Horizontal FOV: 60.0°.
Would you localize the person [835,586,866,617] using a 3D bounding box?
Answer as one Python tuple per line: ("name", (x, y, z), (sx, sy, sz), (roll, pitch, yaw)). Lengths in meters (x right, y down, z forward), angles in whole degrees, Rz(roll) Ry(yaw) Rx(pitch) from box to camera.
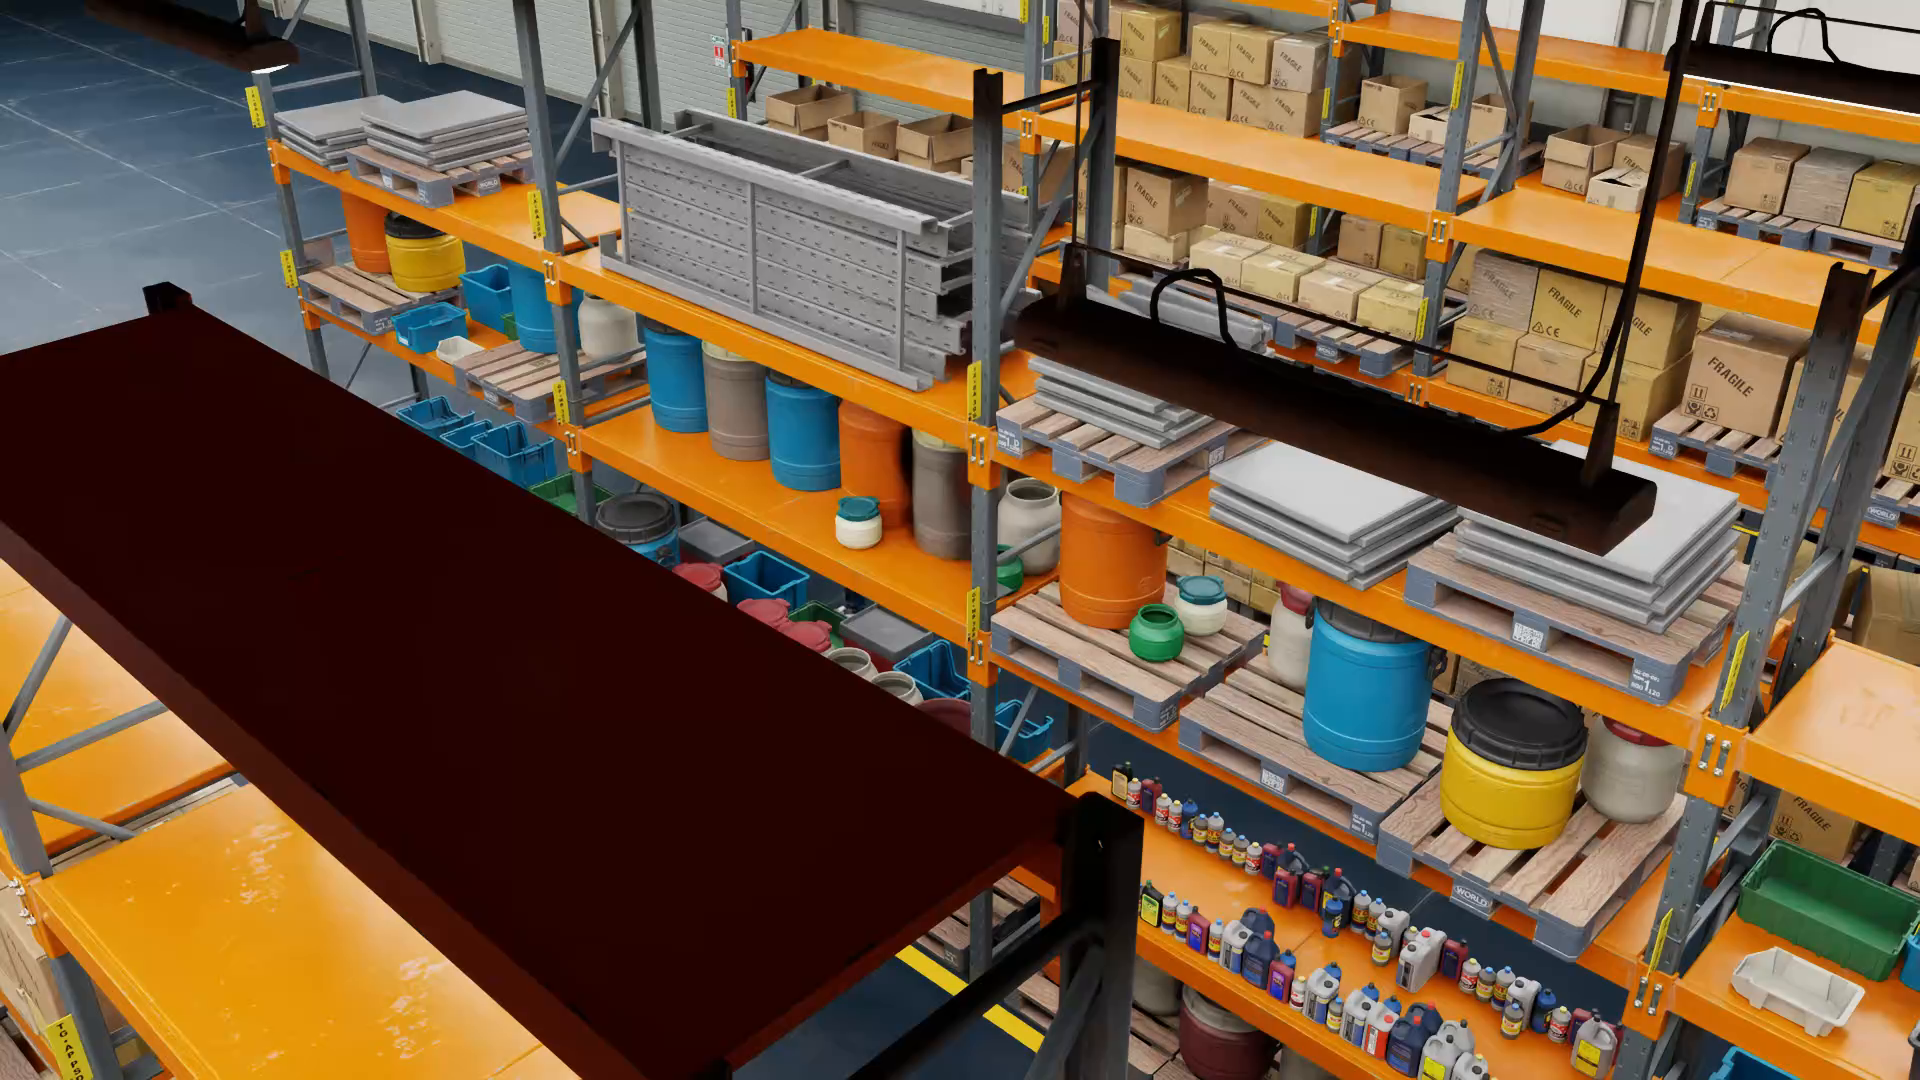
("person", (-1.019, 0.011, 14.547), (0.321, 1.606, 0.431), (-24, 37, -36))
